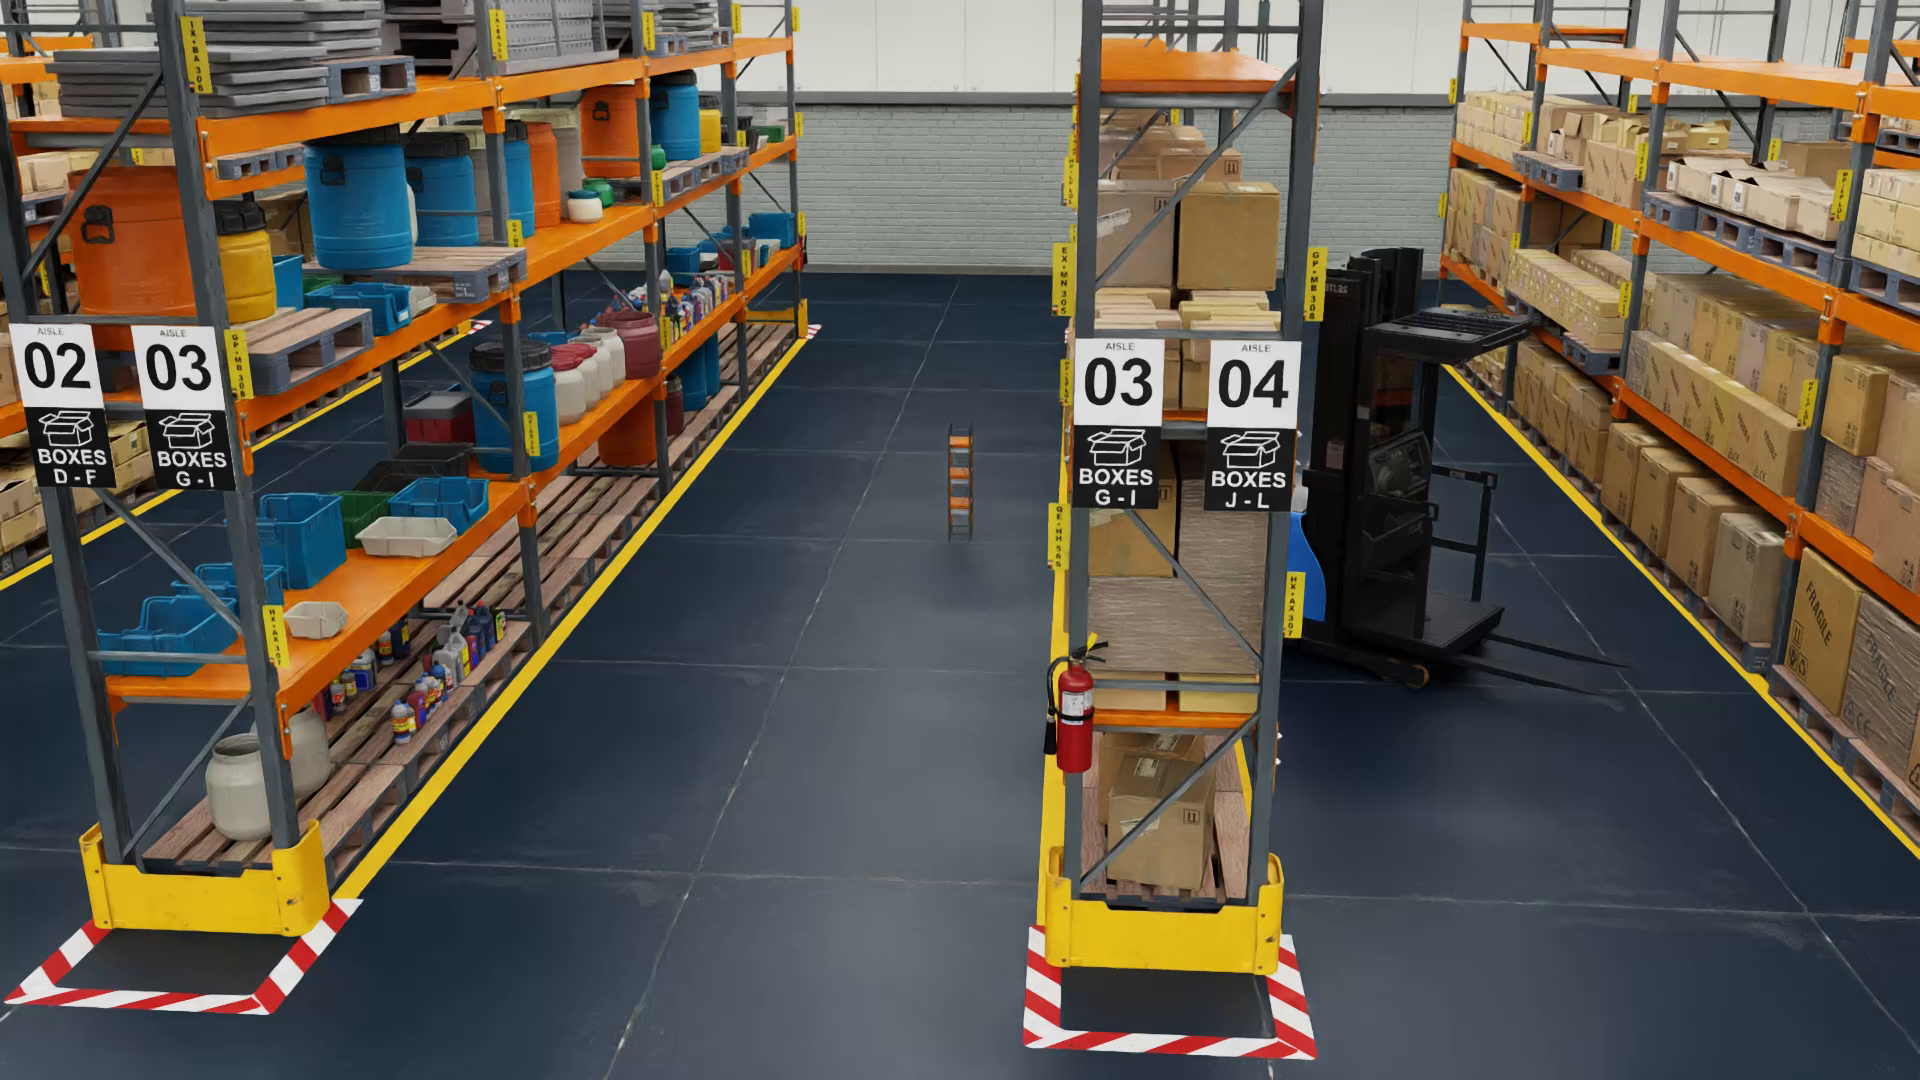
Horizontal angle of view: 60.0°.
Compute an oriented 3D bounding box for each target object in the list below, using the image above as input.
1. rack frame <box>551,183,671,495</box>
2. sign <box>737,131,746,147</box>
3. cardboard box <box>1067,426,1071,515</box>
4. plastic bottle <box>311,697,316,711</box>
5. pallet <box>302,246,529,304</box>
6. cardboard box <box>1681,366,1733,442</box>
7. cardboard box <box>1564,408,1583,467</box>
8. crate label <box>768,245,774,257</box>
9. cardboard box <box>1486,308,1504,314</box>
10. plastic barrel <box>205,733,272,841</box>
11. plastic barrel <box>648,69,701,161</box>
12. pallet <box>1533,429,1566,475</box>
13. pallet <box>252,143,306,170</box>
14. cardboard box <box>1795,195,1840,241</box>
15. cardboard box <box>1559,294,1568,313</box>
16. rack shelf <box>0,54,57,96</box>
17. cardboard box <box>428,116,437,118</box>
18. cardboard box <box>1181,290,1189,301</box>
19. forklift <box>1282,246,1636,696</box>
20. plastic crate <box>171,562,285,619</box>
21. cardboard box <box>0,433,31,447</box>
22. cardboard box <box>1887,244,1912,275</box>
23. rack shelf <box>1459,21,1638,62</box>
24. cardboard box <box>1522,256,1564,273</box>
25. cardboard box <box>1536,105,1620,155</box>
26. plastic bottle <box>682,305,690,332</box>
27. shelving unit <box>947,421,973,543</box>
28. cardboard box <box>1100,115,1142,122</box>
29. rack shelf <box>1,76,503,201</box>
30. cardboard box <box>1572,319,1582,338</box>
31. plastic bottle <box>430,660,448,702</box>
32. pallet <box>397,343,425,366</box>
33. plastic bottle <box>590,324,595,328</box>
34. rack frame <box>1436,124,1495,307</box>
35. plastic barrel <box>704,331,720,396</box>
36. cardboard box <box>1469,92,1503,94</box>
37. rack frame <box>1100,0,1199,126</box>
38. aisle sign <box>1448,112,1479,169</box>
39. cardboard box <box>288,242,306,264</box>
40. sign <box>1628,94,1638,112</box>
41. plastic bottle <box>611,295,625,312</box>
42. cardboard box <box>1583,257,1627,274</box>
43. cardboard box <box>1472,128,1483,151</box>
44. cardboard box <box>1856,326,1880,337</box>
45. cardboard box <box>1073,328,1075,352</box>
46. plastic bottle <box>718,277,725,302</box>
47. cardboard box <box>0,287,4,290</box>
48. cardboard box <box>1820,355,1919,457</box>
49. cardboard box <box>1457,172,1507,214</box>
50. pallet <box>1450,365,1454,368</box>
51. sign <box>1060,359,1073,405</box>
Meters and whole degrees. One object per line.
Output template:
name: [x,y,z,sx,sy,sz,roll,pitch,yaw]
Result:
rack frame: [-3.351,-1.891,15.878,1.000,3.000,0.127,1,18,4]
sign: [-2.516,-4.550,19.161,0.100,0.325,0.005,1,18,4]
cardboard box: [1.137,-0.434,10.793,0.875,0.500,0.500,1,18,4]
plastic bottle: [-4.185,1.021,10.658,0.152,0.276,0.135,1,18,4]
pallet: [-3.592,-1.758,10.958,1.213,0.211,1.003,1,18,4]
cardboard box: [6.119,-1.083,13.252,0.500,0.500,0.500,1,18,3]
cardboard box: [6.356,-1.022,16.564,0.500,0.500,0.500,2,18,6]
crate label: [-2.687,-3.845,22.167,0.396,0.136,0.243,1,18,4]
cardboard box: [7.242,-3.004,22.222,0.380,0.149,0.250,2,18,5]
plastic barrel: [-3.954,1.370,9.246,0.421,0.512,0.421,0,18,0]
plastic barrel: [-3.034,-4.463,17.430,0.600,0.901,0.708,1,18,4]
pallet: [6.676,-0.934,17.434,1.003,0.211,1.213,1,18,4]
pallet: [-8.122,-4.380,18.959,1.213,0.211,1.003,1,18,4]
cardboard box: [6.133,-2.220,11.471,0.500,0.250,0.500,1,18,5]
cardboard box: [6.182,-2.343,16.509,0.380,0.149,0.250,1,18,4]
rack shelf: [-8.435,-3.701,13.563,1.077,0.370,4.000,1,18,4]
cardboard box: [-7.501,-5.914,22.775,0.500,0.250,0.500,1,18,4]
cardboard box: [1.393,-1.323,8.927,0.380,0.149,0.250,0,18,1]
forklift: [3.323,-0.532,11.840,3.031,2.935,1.130,15,23,37]
plastic crate: [-4.135,0.300,9.428,0.499,0.251,0.408,1,18,4]
cardboard box: [-8.651,-0.843,15.519,0.500,0.311,0.500,1,18,3]
cardboard box: [5.841,-1.686,10.002,0.380,0.149,0.250,1,18,4]
rack shelf: [6.959,-6.009,19.972,1.077,0.370,4.000,1,18,4]
cardboard box: [6.294,-2.965,17.929,0.380,0.149,0.250,1,18,4]
cardboard box: [6.679,-4.438,17.998,0.700,0.500,0.500,1,18,4]
plastic bottle: [-2.870,-2.321,17.376,0.061,0.283,0.133,1,18,4]
shelving unit: [0.004,-0.516,14.810,0.215,1.050,0.252,1,18,4]
cardboard box: [1.535,-3.914,16.399,0.500,0.500,0.500,2,18,7]
rack shelf: [-3.782,-2.347,9.431,1.077,0.370,4.000,1,18,4]
cardboard box: [6.143,-2.039,16.058,0.380,0.149,0.250,2,18,5]
plastic bottle: [-3.438,0.924,10.960,0.097,0.271,0.097,0,18,0]
pallet: [-7.870,-2.513,22.254,1.003,0.211,1.213,1,18,4]
plastic bottle: [-3.698,-2.069,16.740,0.097,0.201,0.097,0,18,0]
rack frame: [7.102,-4.123,22.689,1.000,3.000,0.127,1,18,4]
plastic barrel: [-3.121,-2.167,19.416,0.600,0.901,0.708,1,18,4]
cardboard box: [6.816,-5.730,21.574,0.380,0.149,0.250,2,18,6]
rack frame: [1.589,-4.632,14.606,1.000,3.000,0.127,1,18,4]
aisle sign: [6.808,-5.388,22.374,0.394,0.787,0.004,1,18,4]
cardboard box: [-8.225,-3.454,20.486,0.500,0.500,0.500,2,18,5]
sign: [7.369,-4.728,18.254,0.100,0.325,0.005,1,18,4]
plastic bottle: [-3.613,-2.406,17.529,0.144,0.351,0.185,1,18,4]
cardboard box: [6.943,-2.951,17.886,0.380,0.149,0.250,1,18,2]
cardboard box: [6.749,-5.020,20.849,0.500,0.250,0.500,1,18,2]
cardboard box: [12.042,-2.534,21.281,0.875,0.438,0.875,2,18,5]
cardboard box: [0.829,-0.961,8.461,0.500,0.250,0.500,1,18,4]
plastic bottle: [-2.742,-2.876,19.069,0.061,0.283,0.133,1,18,4]
cardboard box: [-12.890,-3.347,22.618,0.380,0.149,0.250,1,18,4]
cardboard box: [6.181,-0.867,10.776,0.875,0.550,0.550,1,18,4]
cardboard box: [6.775,-4.497,21.585,0.500,0.500,0.500,2,18,6]
pallet: [7.003,-2.523,22.284,1.003,0.211,1.213,1,18,4]
sign: [0.748,-1.100,11.603,0.100,0.325,0.005,1,18,4]
